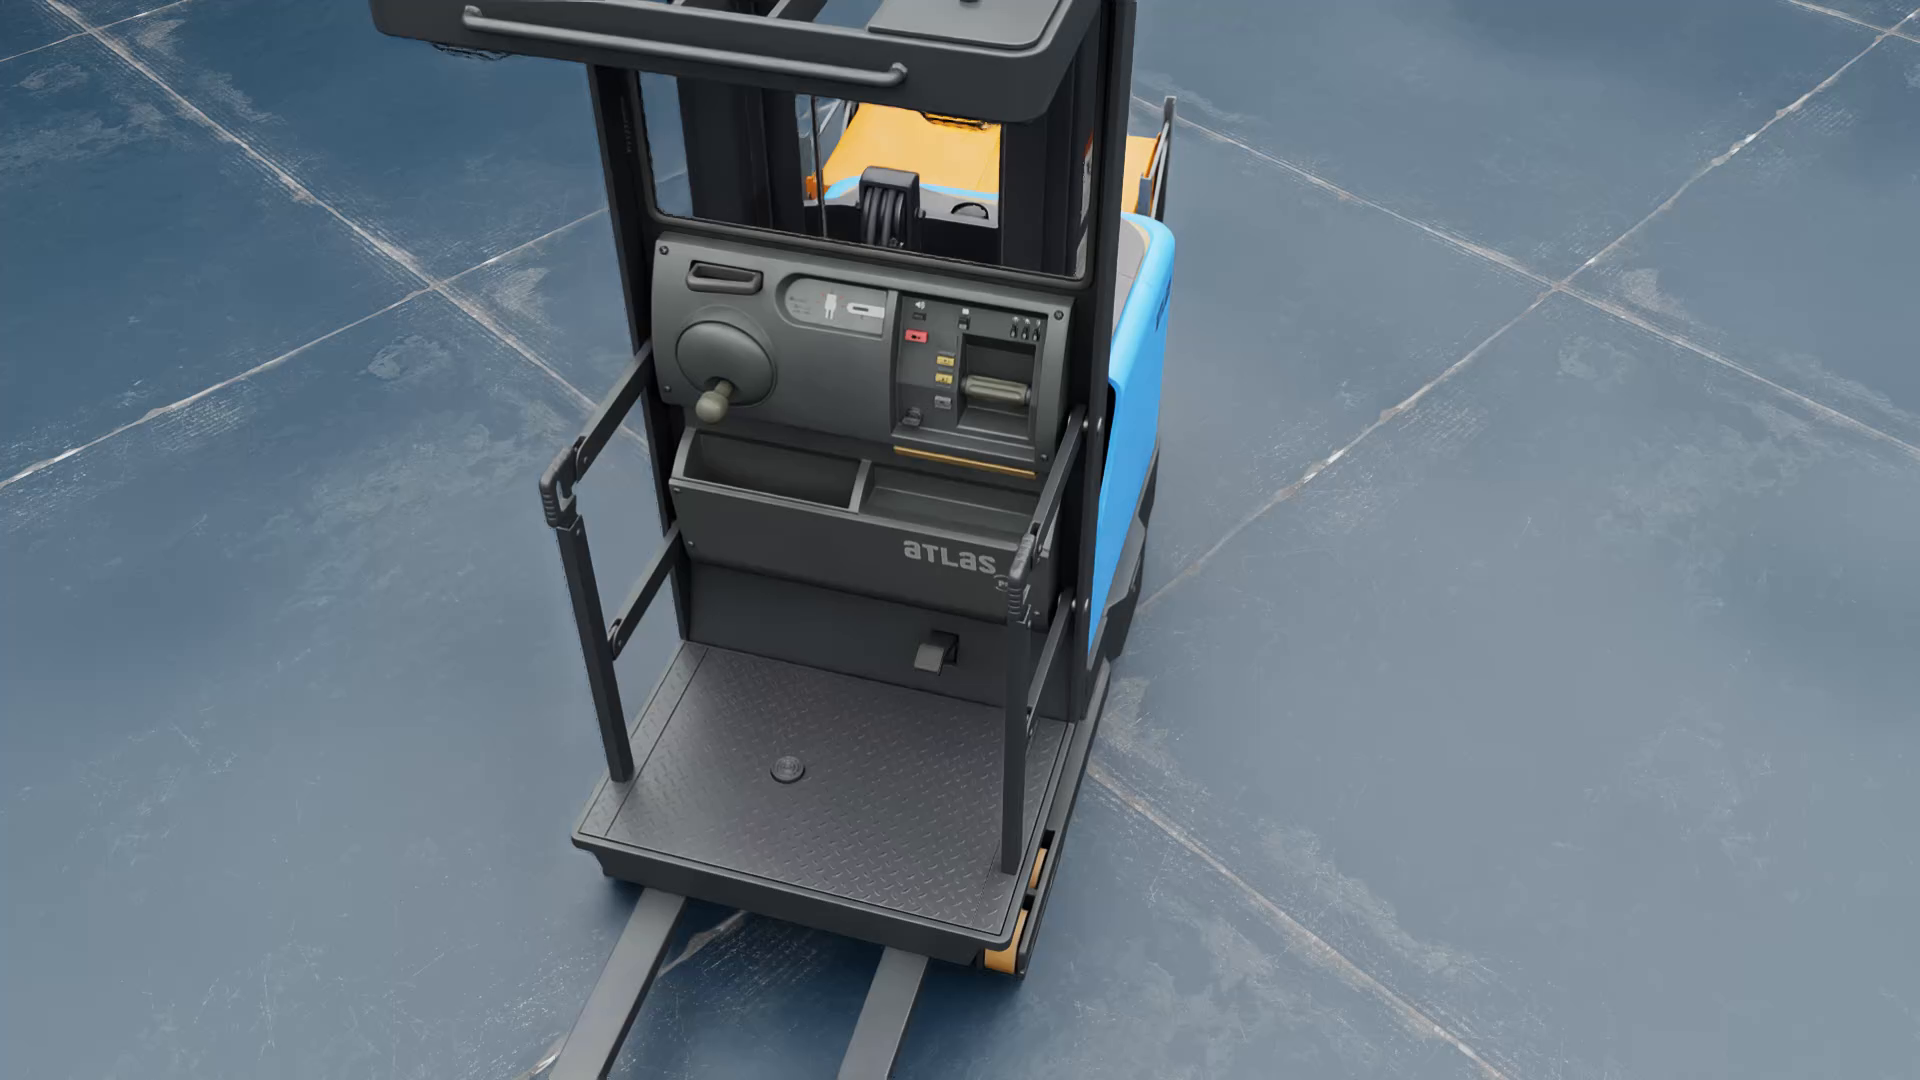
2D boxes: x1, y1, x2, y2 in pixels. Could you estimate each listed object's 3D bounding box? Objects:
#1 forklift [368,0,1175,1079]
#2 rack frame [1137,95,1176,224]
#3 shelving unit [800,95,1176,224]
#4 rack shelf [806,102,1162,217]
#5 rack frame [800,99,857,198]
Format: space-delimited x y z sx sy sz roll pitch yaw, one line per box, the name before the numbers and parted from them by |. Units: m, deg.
forklift | -0.283 -0.316 3.432 1.130 2.935 3.031 11 44 12
rack frame | 0.582 -0.772 5.256 0.032 1.125 0.500 10 44 10
shelving unit | 0.089 -0.854 5.346 1.048 1.125 0.538 10 44 10
rack shelf | 0.089 -1.069 5.147 1.000 0.278 0.538 10 44 10
rack frame | -0.405 -0.937 5.435 0.032 1.125 0.500 10 44 10
